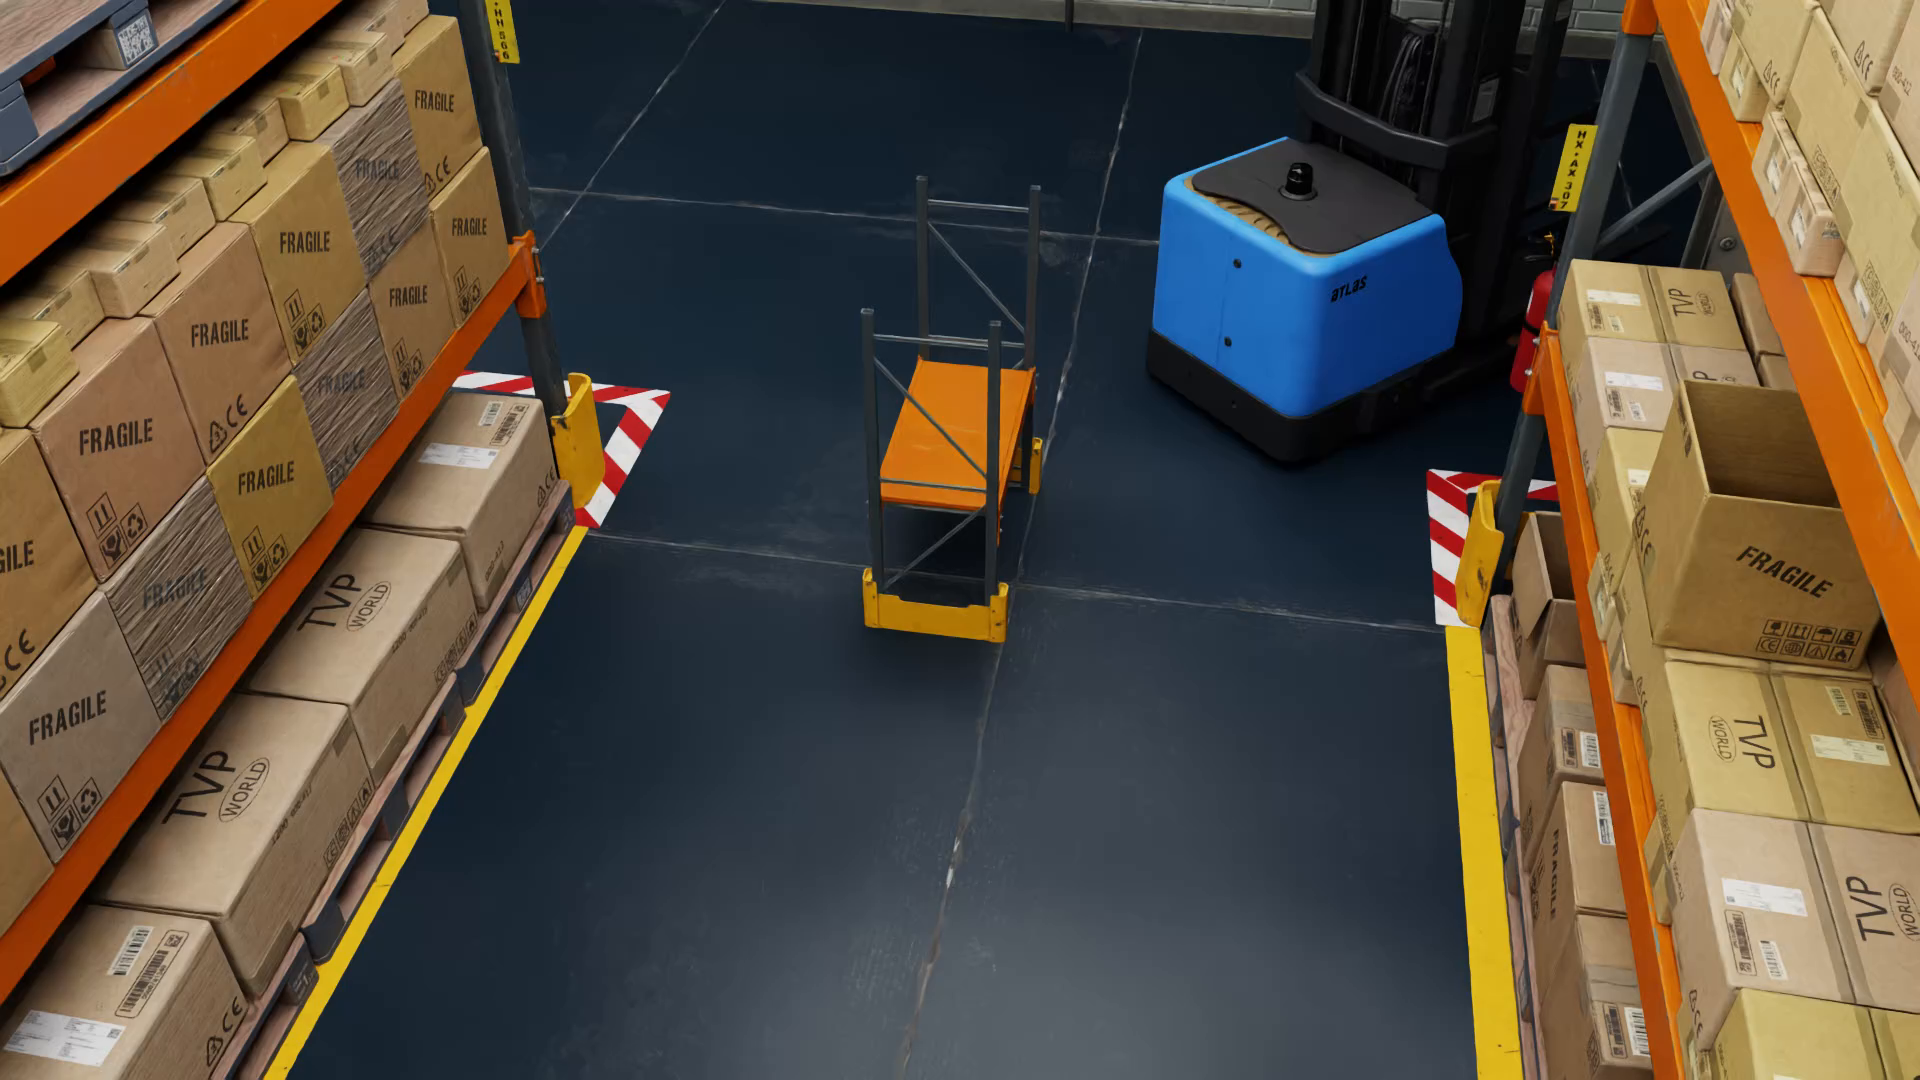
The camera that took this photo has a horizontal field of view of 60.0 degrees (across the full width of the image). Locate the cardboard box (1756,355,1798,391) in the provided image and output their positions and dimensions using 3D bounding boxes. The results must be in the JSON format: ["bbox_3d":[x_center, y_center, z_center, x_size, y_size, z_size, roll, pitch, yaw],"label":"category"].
[{"bbox_3d":[2.758,-0.312,5.158,0.500,0.250,0.500,7,40,8],"label":"cardboard box"}]

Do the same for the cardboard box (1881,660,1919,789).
[{"bbox_3d":[2.494,0.363,3.753,0.500,0.500,0.500,5,40,6],"label":"cardboard box"}]

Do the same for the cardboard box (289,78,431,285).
[{"bbox_3d":[-2.133,-1.205,5.491,0.500,0.500,0.500,7,40,8],"label":"cardboard box"}]

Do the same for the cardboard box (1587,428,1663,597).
[{"bbox_3d":[2.151,-0.063,4.857,0.500,0.250,0.500,6,40,7],"label":"cardboard box"}]

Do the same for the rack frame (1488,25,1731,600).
[{"bbox_3d":[2.666,-0.897,5.980,1.000,3.000,0.127,6,40,8],"label":"rack frame"}]

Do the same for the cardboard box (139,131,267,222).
[{"bbox_3d":[-2.255,-1.061,4.807,0.380,0.149,0.250,7,40,9],"label":"cardboard box"}]

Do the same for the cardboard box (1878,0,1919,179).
[{"bbox_3d":[2.000,-0.772,2.967,0.500,0.250,0.500,7,40,8],"label":"cardboard box"}]

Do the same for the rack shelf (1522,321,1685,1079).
[{"bbox_3d":[2.320,0.636,4.691,1.077,0.370,4.000,6,40,8],"label":"rack shelf"}]

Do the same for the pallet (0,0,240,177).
[{"bbox_3d":[-2.550,-1.329,4.219,1.003,0.211,1.213,6,40,8],"label":"pallet"}]

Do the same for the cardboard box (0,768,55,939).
[{"bbox_3d":[-2.576,0.765,3.893,0.500,0.500,0.500,8,40,9],"label":"cardboard box"}]

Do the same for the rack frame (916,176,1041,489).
[{"bbox_3d":[0.073,-0.844,7.093,0.500,1.500,0.032,6,40,8],"label":"rack frame"}]

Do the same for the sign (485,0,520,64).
[{"bbox_3d":[-1.691,-1.911,6.112,0.100,0.325,0.005,6,40,8],"label":"sign"}]

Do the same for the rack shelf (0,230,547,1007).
[{"bbox_3d":[-2.569,0.091,5.351,1.077,0.370,4.000,6,40,8],"label":"rack shelf"}]

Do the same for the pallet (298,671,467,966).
[{"bbox_3d":[-2.498,0.907,5.987,1.003,0.211,1.213,6,40,8],"label":"pallet"}]

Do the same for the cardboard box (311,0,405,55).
[{"bbox_3d":[-2.108,-1.706,5.587,0.380,0.149,0.250,7,40,8],"label":"cardboard box"}]

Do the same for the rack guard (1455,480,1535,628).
[{"bbox_3d":[2.653,0.114,6.719,1.175,0.500,0.348,6,40,8],"label":"rack guard"}]

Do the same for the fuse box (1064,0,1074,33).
[{"bbox_3d":[0.773,-4.163,10.942,0.539,1.711,0.414,6,40,8],"label":"fuse box"}]

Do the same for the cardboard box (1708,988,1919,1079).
[{"bbox_3d":[1.822,1.210,3.316,0.500,0.250,0.500,7,40,9],"label":"cardboard box"}]

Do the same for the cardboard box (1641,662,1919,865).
[{"bbox_3d":[1.994,0.583,4.075,0.500,0.250,0.500,6,40,7],"label":"cardboard box"}]

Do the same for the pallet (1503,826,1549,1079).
[{"bbox_3d":[2.303,1.490,5.283,1.003,0.211,1.213,6,40,8],"label":"pallet"}]

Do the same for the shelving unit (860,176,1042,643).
[{"bbox_3d":[-0.013,-0.530,6.714,0.587,1.500,1.083,6,40,8],"label":"shelving unit"}]

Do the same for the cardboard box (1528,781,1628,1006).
[{"bbox_3d":[2.091,1.131,5.160,0.500,0.500,0.500,7,40,8],"label":"cardboard box"}]

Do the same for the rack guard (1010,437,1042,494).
[{"bbox_3d":[0.073,-0.361,7.491,0.587,0.250,0.087,6,40,8],"label":"rack guard"}]

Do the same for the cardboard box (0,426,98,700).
[{"bbox_3d":[-2.501,0.056,3.964,0.500,0.500,0.500,6,40,7],"label":"cardboard box"}]

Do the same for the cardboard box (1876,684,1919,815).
[{"bbox_3d":[2.497,0.637,4.010,0.500,0.250,0.500,7,40,9],"label":"cardboard box"}]

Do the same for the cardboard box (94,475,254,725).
[{"bbox_3d":[-2.393,0.138,4.651,0.500,0.500,0.500,7,40,8],"label":"cardboard box"}]

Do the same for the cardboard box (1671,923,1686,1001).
[{"bbox_3d":[1.898,0.989,3.896,0.380,0.149,0.250,7,40,9],"label":"cardboard box"}]

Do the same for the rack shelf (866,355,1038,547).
[{"bbox_3d":[-0.015,-0.386,6.822,0.538,0.185,1.000,6,40,8],"label":"rack shelf"}]

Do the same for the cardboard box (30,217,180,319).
[{"bbox_3d":[-2.323,-0.728,4.405,0.380,0.149,0.250,7,40,8],"label":"cardboard box"}]

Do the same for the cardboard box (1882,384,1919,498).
[{"bbox_3d":[1.893,-0.178,2.955,0.380,0.149,0.250,6,40,8],"label":"cardboard box"}]

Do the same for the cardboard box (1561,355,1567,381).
[{"bbox_3d":[2.339,-0.624,5.847,0.380,0.149,0.250,6,40,7],"label":"cardboard box"}]

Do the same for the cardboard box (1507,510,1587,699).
[{"bbox_3d":[2.467,0.277,6.190,0.797,0.503,0.637,5,40,6],"label":"cardboard box"}]

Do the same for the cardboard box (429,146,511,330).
[{"bbox_3d":[-2.046,-1.148,6.206,0.500,0.500,0.500,7,40,8],"label":"cardboard box"}]

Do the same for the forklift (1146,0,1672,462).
[{"bbox_3d":[2.404,-2.239,7.658,3.031,2.935,1.130,-25,46,-27],"label":"forklift"}]

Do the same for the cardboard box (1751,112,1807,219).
[{"bbox_3d":[2.021,-0.830,3.743,0.380,0.149,0.250,6,40,8],"label":"cardboard box"}]

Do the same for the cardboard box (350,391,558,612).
[{"bbox_3d":[-2.239,-0.191,6.808,0.875,0.438,0.875,5,40,6],"label":"cardboard box"}]

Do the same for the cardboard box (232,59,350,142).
[{"bbox_3d":[-2.154,-1.381,5.194,0.380,0.149,0.250,7,40,9],"label":"cardboard box"}]

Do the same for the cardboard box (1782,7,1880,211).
[{"bbox_3d":[2.085,-0.893,3.506,0.500,0.250,0.500,6,40,7],"label":"cardboard box"}]

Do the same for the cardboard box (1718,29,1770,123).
[{"bbox_3d":[2.119,-1.145,4.124,0.380,0.149,0.250,6,40,8],"label":"cardboard box"}]

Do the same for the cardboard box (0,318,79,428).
[{"bbox_3d":[-2.396,-0.415,4.026,0.380,0.149,0.250,5,40,6],"label":"cardboard box"}]

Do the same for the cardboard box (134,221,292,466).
[{"bbox_3d":[-2.311,-0.580,4.734,0.500,0.500,0.500,6,40,7],"label":"cardboard box"}]

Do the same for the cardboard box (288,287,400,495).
[{"bbox_3d":[-2.227,-0.511,5.435,0.500,0.500,0.500,7,40,9],"label":"cardboard box"}]

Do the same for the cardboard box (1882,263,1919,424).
[{"bbox_3d":[1.891,-0.257,2.737,0.500,0.250,0.500,5,40,6],"label":"cardboard box"}]

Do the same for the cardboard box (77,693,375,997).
[{"bbox_3d":[-2.547,0.950,5.428,0.875,0.438,0.875,5,40,6],"label":"cardboard box"}]

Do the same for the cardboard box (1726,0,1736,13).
[{"bbox_3d":[2.253,-1.540,4.289,0.500,0.250,0.500,7,40,9],"label":"cardboard box"}]

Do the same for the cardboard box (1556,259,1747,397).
[{"bbox_3d":[2.323,-0.698,5.625,0.500,0.250,0.500,7,40,8],"label":"cardboard box"}]

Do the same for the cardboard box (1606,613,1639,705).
[{"bbox_3d":[2.042,0.347,4.674,0.380,0.149,0.250,7,40,9],"label":"cardboard box"}]

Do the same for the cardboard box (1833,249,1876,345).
[{"bbox_3d":[2.006,-0.502,3.346,0.380,0.149,0.250,7,40,8],"label":"cardboard box"}]
